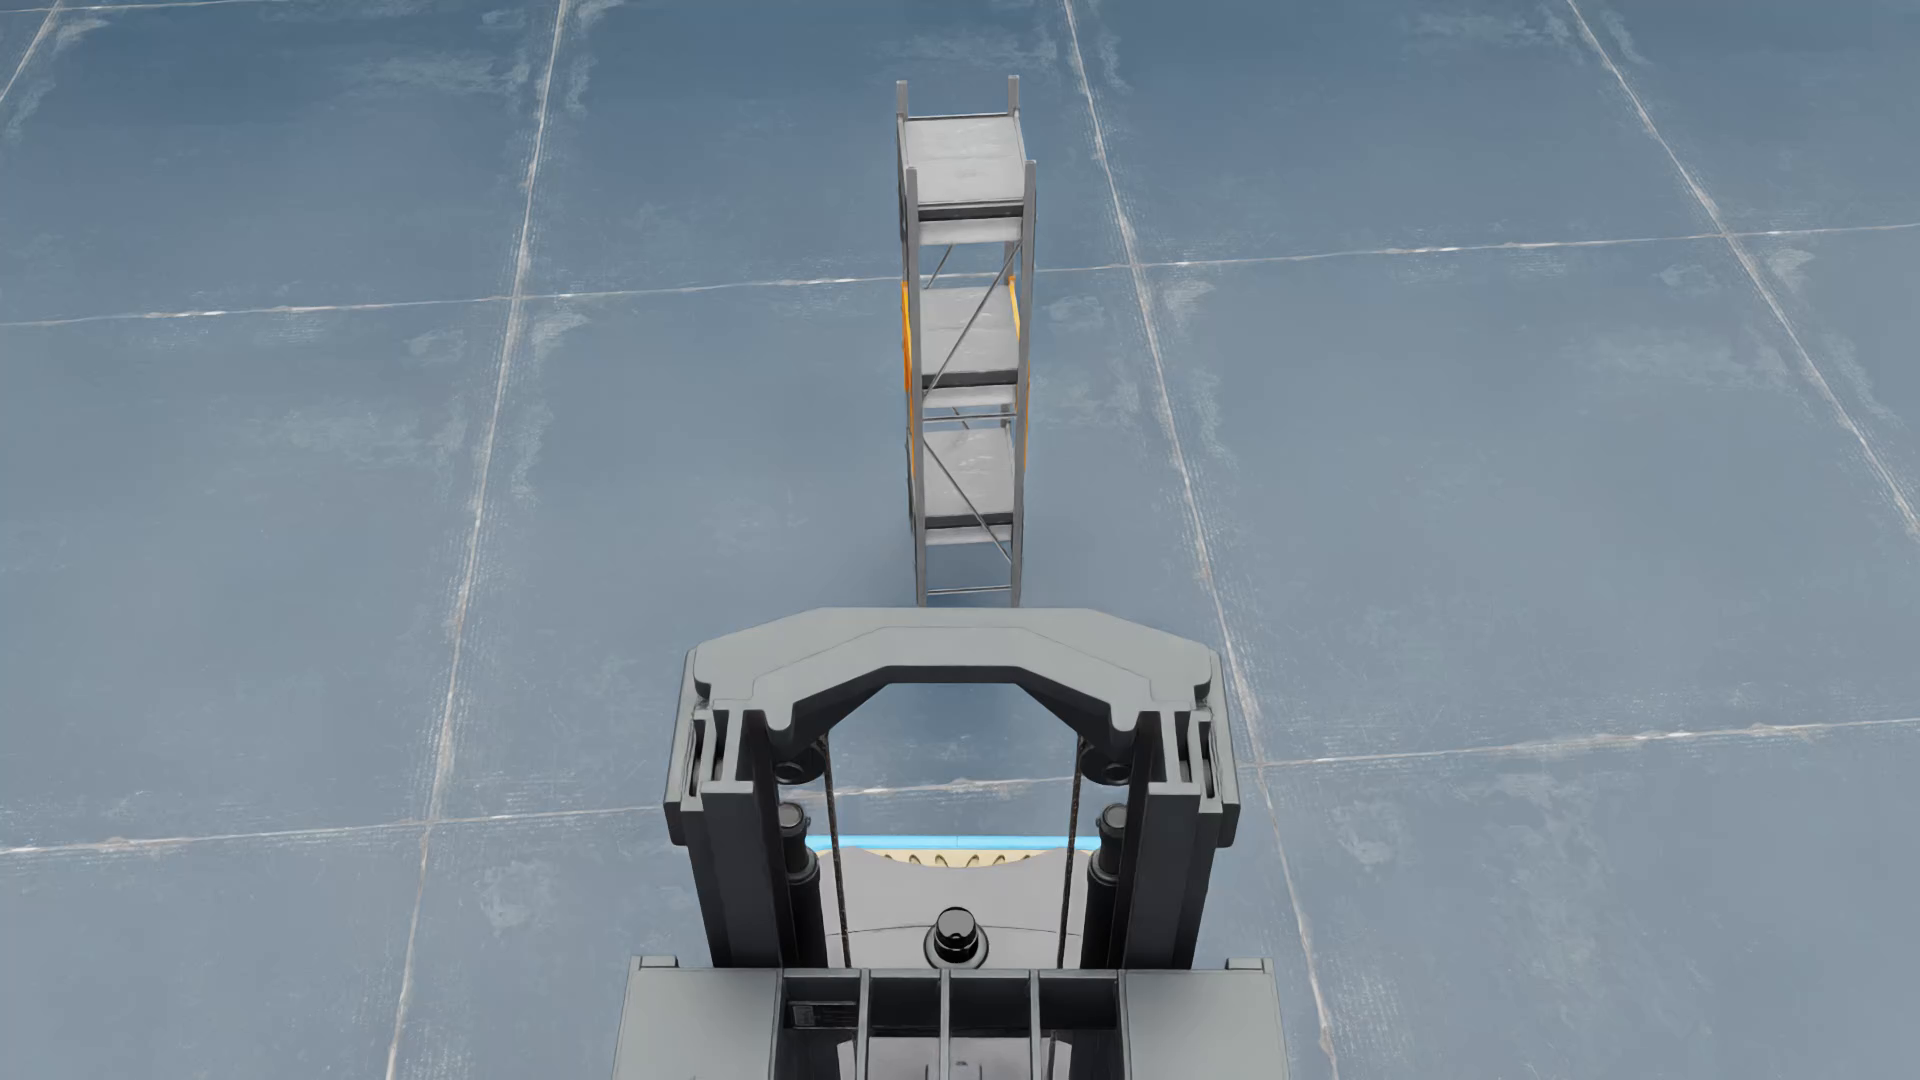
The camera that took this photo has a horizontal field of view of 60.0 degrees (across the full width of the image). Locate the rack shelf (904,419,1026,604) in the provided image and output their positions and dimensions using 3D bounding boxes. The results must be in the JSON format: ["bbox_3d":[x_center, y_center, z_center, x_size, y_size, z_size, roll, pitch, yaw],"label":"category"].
[{"bbox_3d":[0.014,-0.112,6.529,0.431,0.518,0.480,-3,47,-3],"label":"rack shelf"}]

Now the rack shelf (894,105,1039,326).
[{"bbox_3d":[0.014,-1.074,5.512,0.431,0.518,0.480,-3,47,-3],"label":"rack shelf"}]

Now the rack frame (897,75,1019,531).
[{"bbox_3d":[-0.007,-0.779,6.178,0.400,2.100,0.015,-3,47,-3],"label":"rack frame"}]

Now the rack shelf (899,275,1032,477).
[{"bbox_3d":[0.014,-0.593,6.021,0.431,0.518,0.480,-3,47,-3],"label":"rack shelf"}]

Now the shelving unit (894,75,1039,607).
[{"bbox_3d":[0.014,-0.602,6.011,0.431,2.100,0.503,-3,47,-3],"label":"shelving unit"}]

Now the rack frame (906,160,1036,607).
[{"bbox_3d":[0.034,-0.426,5.844,0.400,2.100,0.015,-3,47,-3],"label":"rack frame"}]

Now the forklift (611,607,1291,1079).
[{"bbox_3d":[-0.015,1.628,3.326,1.130,2.935,3.031,0,47,0],"label":"forklift"}]
